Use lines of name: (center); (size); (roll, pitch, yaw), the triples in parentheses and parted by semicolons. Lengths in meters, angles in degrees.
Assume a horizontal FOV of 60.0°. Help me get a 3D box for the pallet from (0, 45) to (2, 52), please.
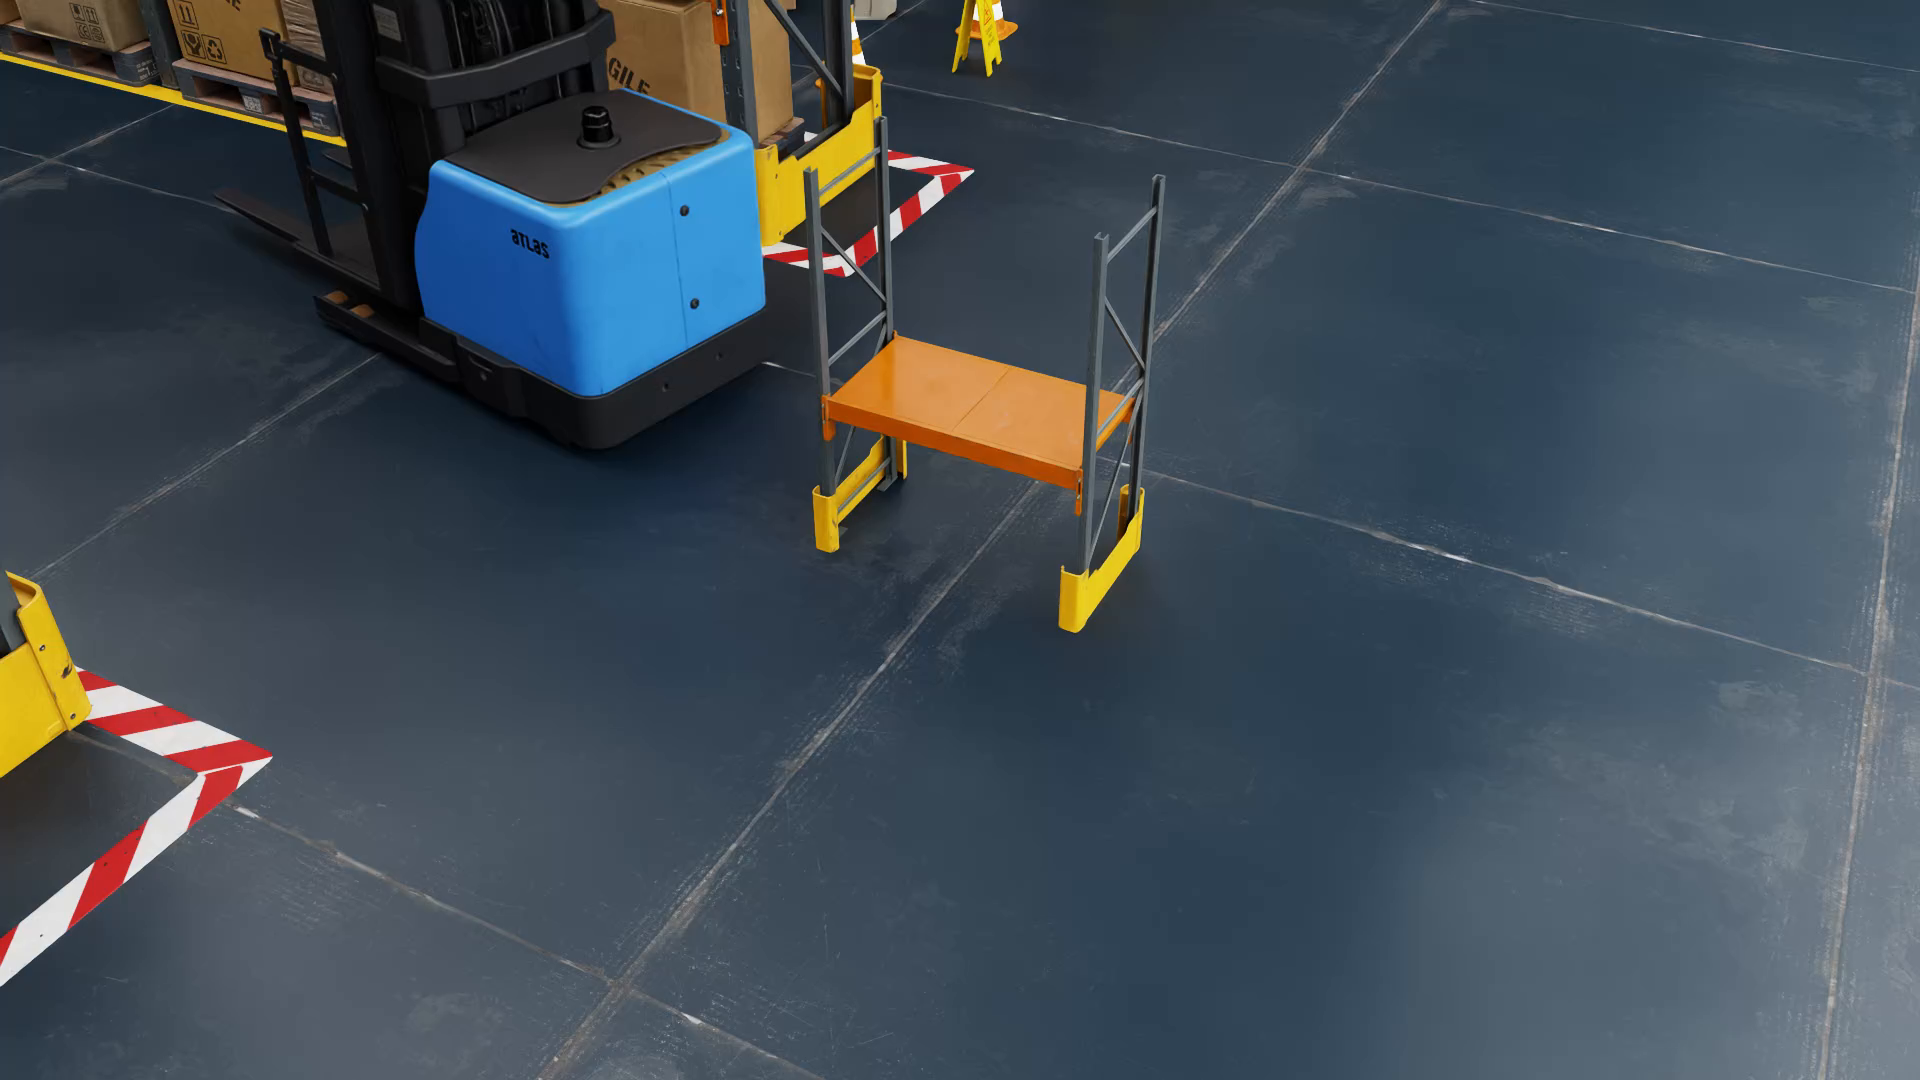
pallet: (-6.194, -3.500, 10.687); (1.213, 0.211, 1.003); (17, 41, 21)

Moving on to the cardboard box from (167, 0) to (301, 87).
cardboard box: (-3.860, -3.207, 9.404); (0.875, 0.875, 0.875); (18, 41, 22)

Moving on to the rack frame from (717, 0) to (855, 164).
rack frame: (-0.834, -2.986, 7.703); (0.127, 3.000, 1.000); (17, 41, 21)

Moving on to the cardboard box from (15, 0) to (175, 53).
cardboard box: (-4.979, -3.494, 9.885); (0.750, 0.750, 1.050); (17, 40, 21)

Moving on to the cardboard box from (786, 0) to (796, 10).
cardboard box: (-1.372, -3.807, 10.849); (0.637, 0.503, 0.797); (-8, 38, -10)

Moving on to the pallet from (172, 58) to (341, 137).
pallet: (-3.747, -2.734, 9.677); (1.213, 0.211, 1.003); (17, 41, 21)

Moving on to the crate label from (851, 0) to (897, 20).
crate label: (-0.558, -3.453, 10.686); (0.298, 0.136, 0.250); (-2, 37, -2)

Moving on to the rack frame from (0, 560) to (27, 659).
rack frame: (-3.205, -0.351, 4.232); (0.127, 3.000, 1.000); (17, 41, 21)

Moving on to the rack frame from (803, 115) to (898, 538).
rack frame: (-0.376, -0.715, 5.952); (0.032, 1.500, 0.500); (17, 41, 21)

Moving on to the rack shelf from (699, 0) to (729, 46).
rack shelf: (-2.610, -3.256, 8.653); (4.000, 0.370, 1.077); (17, 41, 21)

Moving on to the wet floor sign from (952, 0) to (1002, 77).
wet floor sign: (0.102, -3.103, 9.805); (0.232, 0.644, 0.267); (11, 38, 14)

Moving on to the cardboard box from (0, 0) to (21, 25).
cardboard box: (-5.834, -3.764, 10.241); (0.750, 0.750, 1.050); (17, 41, 21)

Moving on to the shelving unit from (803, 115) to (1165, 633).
shelving unit: (0.068, -0.576, 5.769); (1.083, 1.500, 0.587); (17, 41, 21)

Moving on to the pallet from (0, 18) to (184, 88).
pallet: (-5.106, -3.162, 10.241); (1.213, 0.211, 1.003); (17, 41, 21)

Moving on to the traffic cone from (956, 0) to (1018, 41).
traffic cone: (0.169, -3.398, 10.344); (0.334, 0.463, 0.336); (17, 41, 21)

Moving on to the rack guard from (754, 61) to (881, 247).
rack guard: (-0.813, -1.984, 8.450); (0.348, 0.500, 1.175); (17, 41, 21)

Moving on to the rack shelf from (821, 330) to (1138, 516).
rack shelf: (0.076, -0.430, 5.874); (1.000, 0.185, 0.538); (17, 41, 21)

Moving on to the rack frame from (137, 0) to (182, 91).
rack frame: (-4.386, -4.098, 9.168); (0.127, 3.000, 1.000); (17, 41, 21)

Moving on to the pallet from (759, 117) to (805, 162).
pallet: (-1.580, -2.056, 8.784); (1.213, 0.211, 1.003); (17, 41, 21)

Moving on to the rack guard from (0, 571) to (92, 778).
rack guard: (-3.273, 0.623, 5.015); (0.348, 0.500, 1.175); (17, 41, 21)

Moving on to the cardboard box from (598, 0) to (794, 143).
cardboard box: (-1.467, -2.460, 8.420); (0.875, 0.875, 0.875); (18, 41, 22)

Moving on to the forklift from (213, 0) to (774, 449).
forklift: (-2.268, -2.268, 6.813); (3.031, 2.935, 1.130); (26, 44, 30)

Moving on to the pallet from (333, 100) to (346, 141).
pallet: (-2.660, -2.396, 9.231); (1.213, 0.211, 1.003); (17, 41, 21)

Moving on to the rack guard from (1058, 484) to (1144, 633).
rack guard: (0.510, 0.060, 5.964); (0.087, 0.250, 0.587); (17, 41, 21)

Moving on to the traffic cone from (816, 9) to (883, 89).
traffic cone: (-0.653, -2.886, 9.669); (0.334, 0.463, 0.336); (17, 41, 21)

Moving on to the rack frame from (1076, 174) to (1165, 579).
rack frame: (0.527, -0.432, 5.579); (0.032, 1.500, 0.500); (17, 41, 21)

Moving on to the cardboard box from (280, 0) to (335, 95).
cardboard box: (-3.058, -2.958, 9.076); (0.875, 0.875, 0.875); (18, 41, 22)

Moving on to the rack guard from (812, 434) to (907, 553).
rack guard: (-0.375, -0.217, 6.329); (0.087, 0.250, 0.587); (17, 41, 21)
